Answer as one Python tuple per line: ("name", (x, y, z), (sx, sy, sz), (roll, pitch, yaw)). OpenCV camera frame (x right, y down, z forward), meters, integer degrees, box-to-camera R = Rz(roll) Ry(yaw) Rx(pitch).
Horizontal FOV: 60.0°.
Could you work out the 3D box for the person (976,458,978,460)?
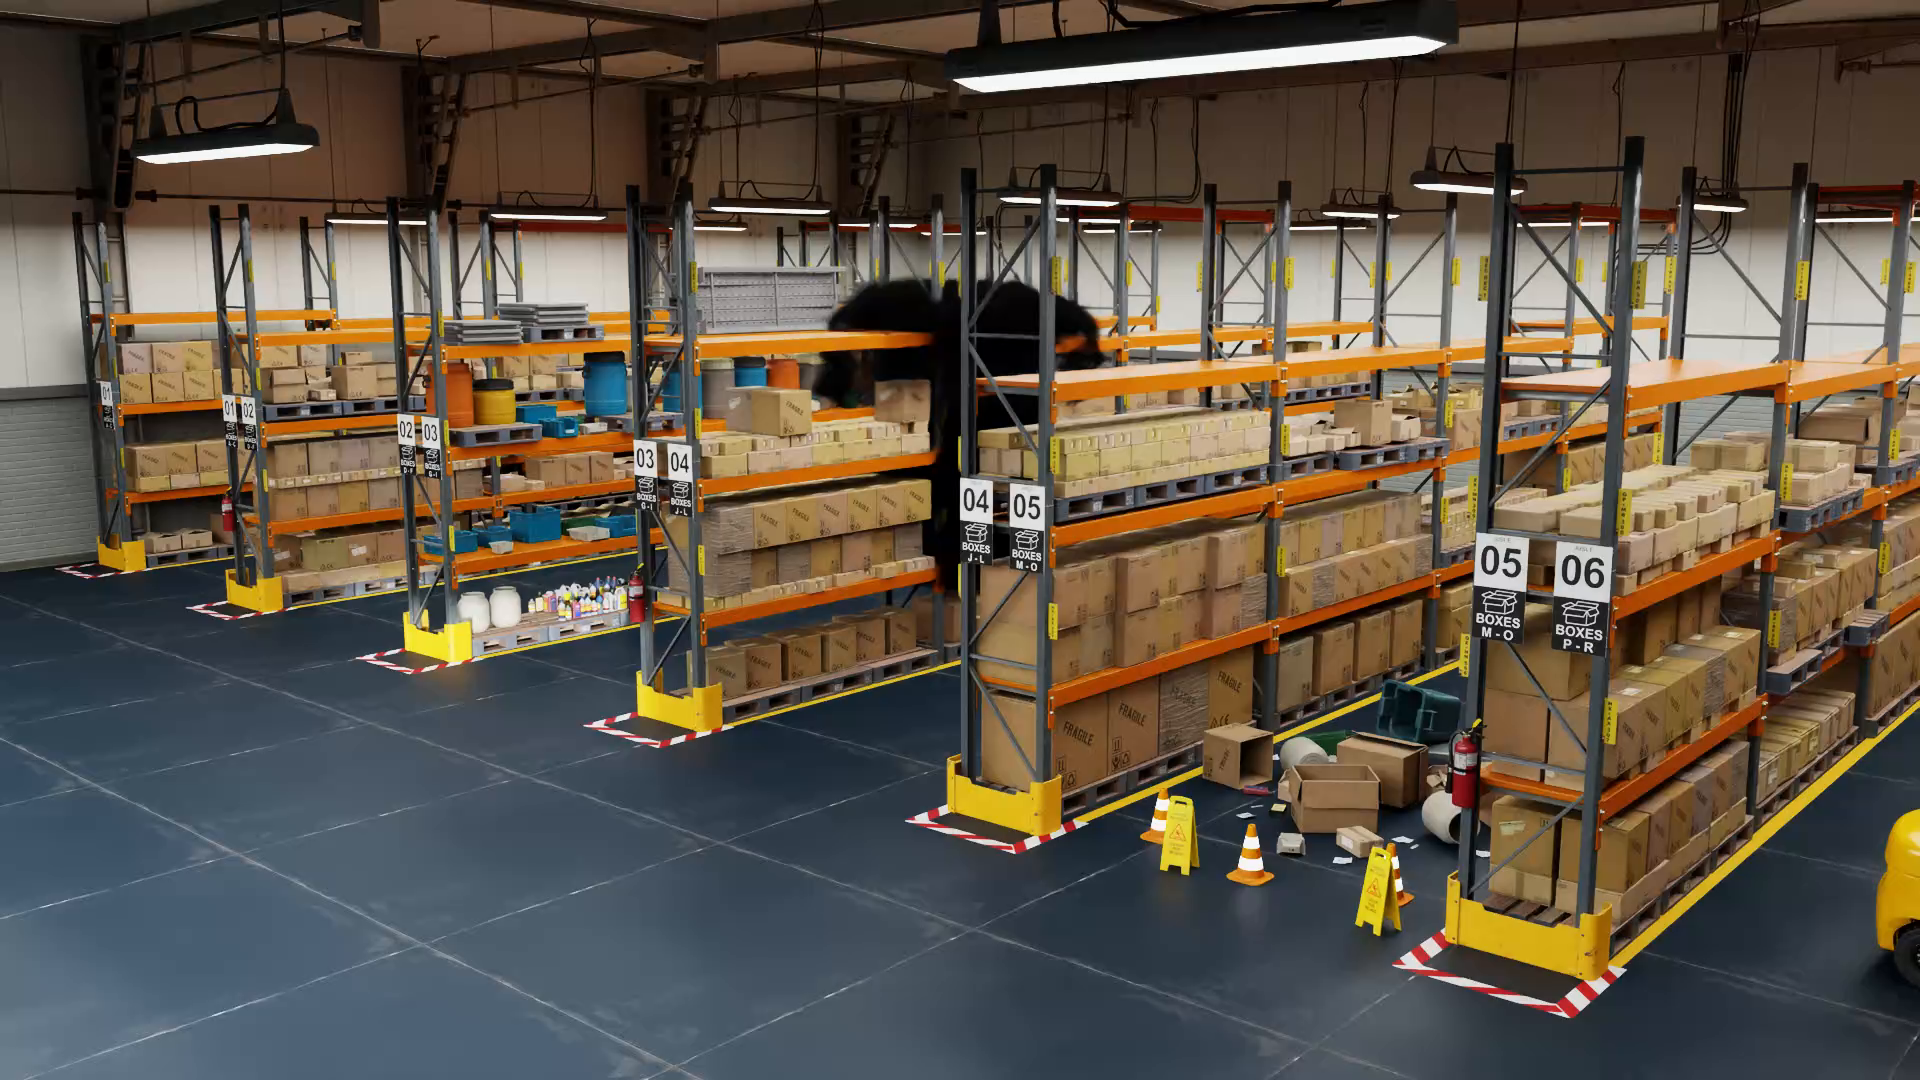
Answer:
("person", (0.541, -1.519, 35.500), (0.564, 1.629, 0.566), (6, 11, 32))
